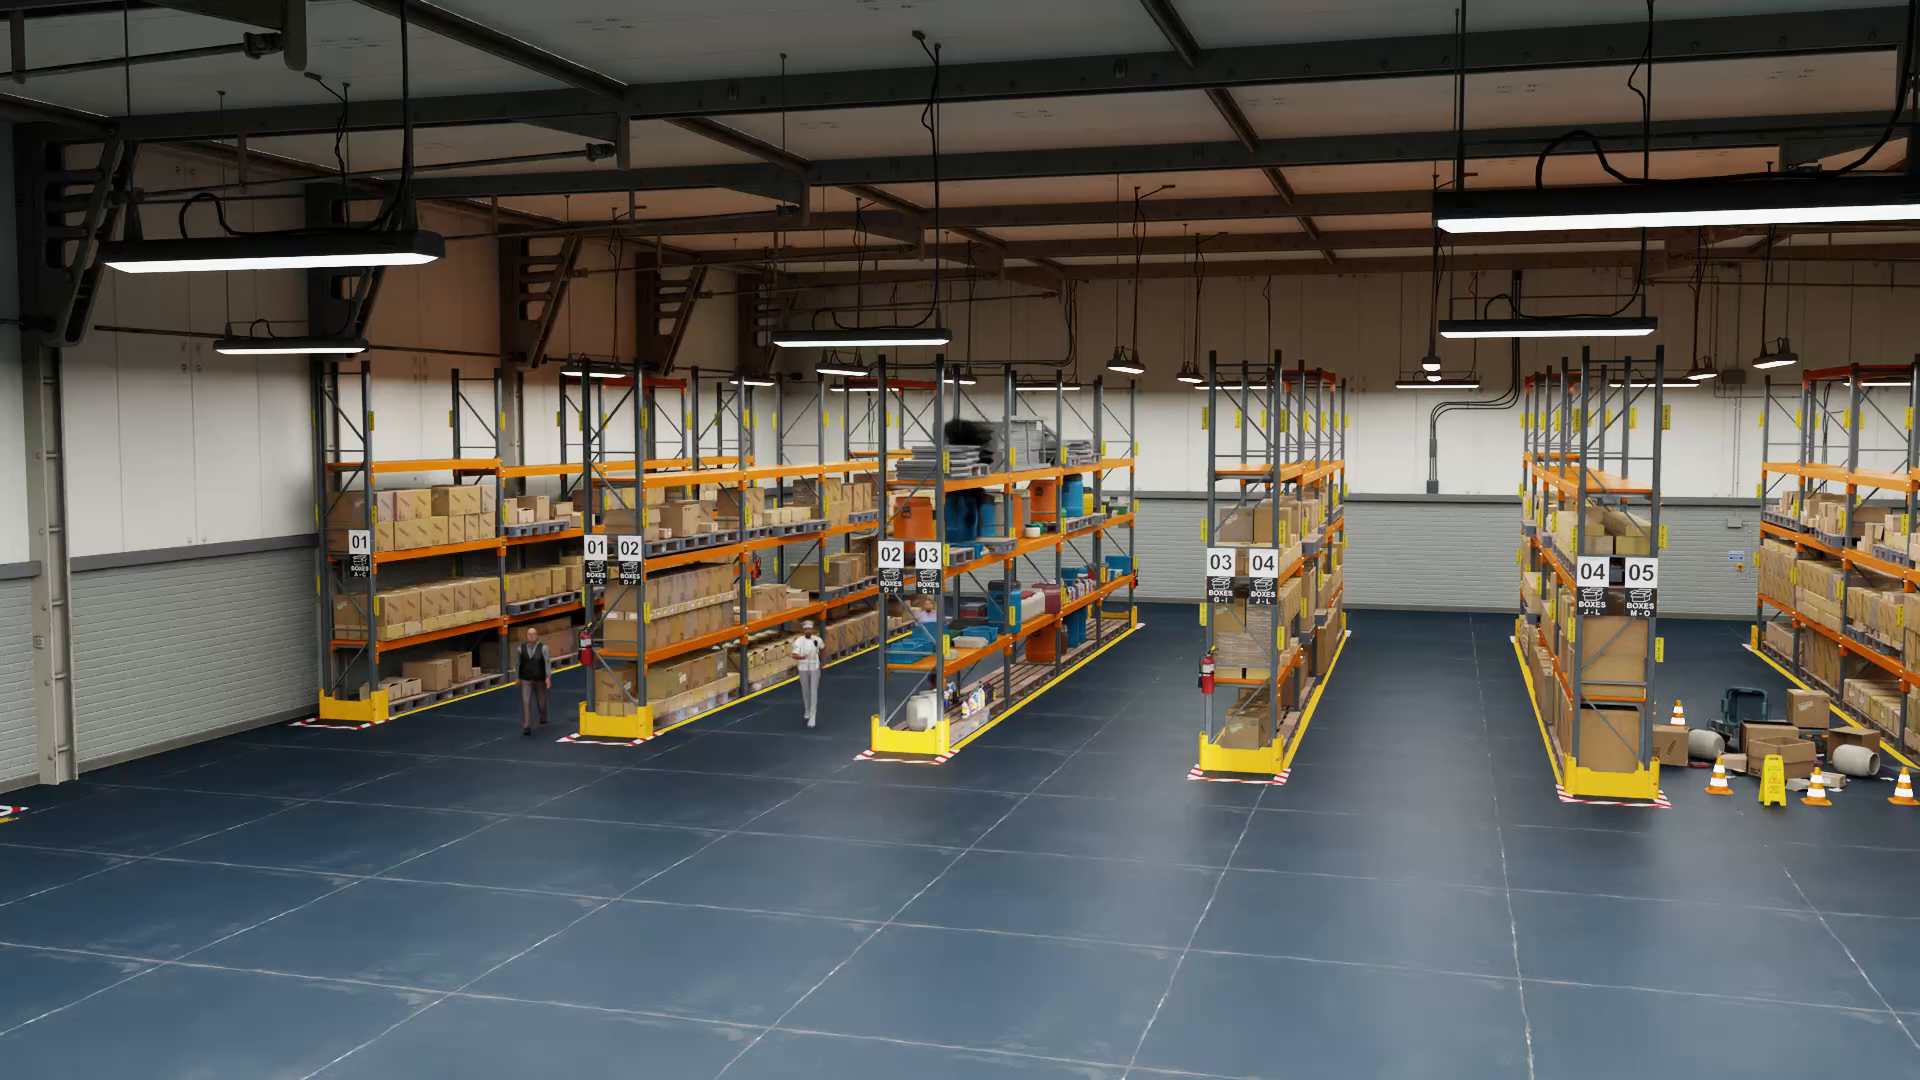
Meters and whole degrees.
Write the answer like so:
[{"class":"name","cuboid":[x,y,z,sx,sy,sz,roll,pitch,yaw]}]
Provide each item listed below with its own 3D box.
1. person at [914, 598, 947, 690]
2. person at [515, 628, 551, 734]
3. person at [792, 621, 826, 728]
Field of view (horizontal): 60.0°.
[{"class":"person","cuboid":[-0.568,1.954,31.342,0.571,1.684,0.841,1,4,13]},{"class":"person","cuboid":[-6.864,2.249,26.747,0.576,1.673,1.052,-1,4,-10]},{"class":"person","cuboid":[-2.497,2.183,27.515,0.528,1.742,0.860,0,4,2]}]
